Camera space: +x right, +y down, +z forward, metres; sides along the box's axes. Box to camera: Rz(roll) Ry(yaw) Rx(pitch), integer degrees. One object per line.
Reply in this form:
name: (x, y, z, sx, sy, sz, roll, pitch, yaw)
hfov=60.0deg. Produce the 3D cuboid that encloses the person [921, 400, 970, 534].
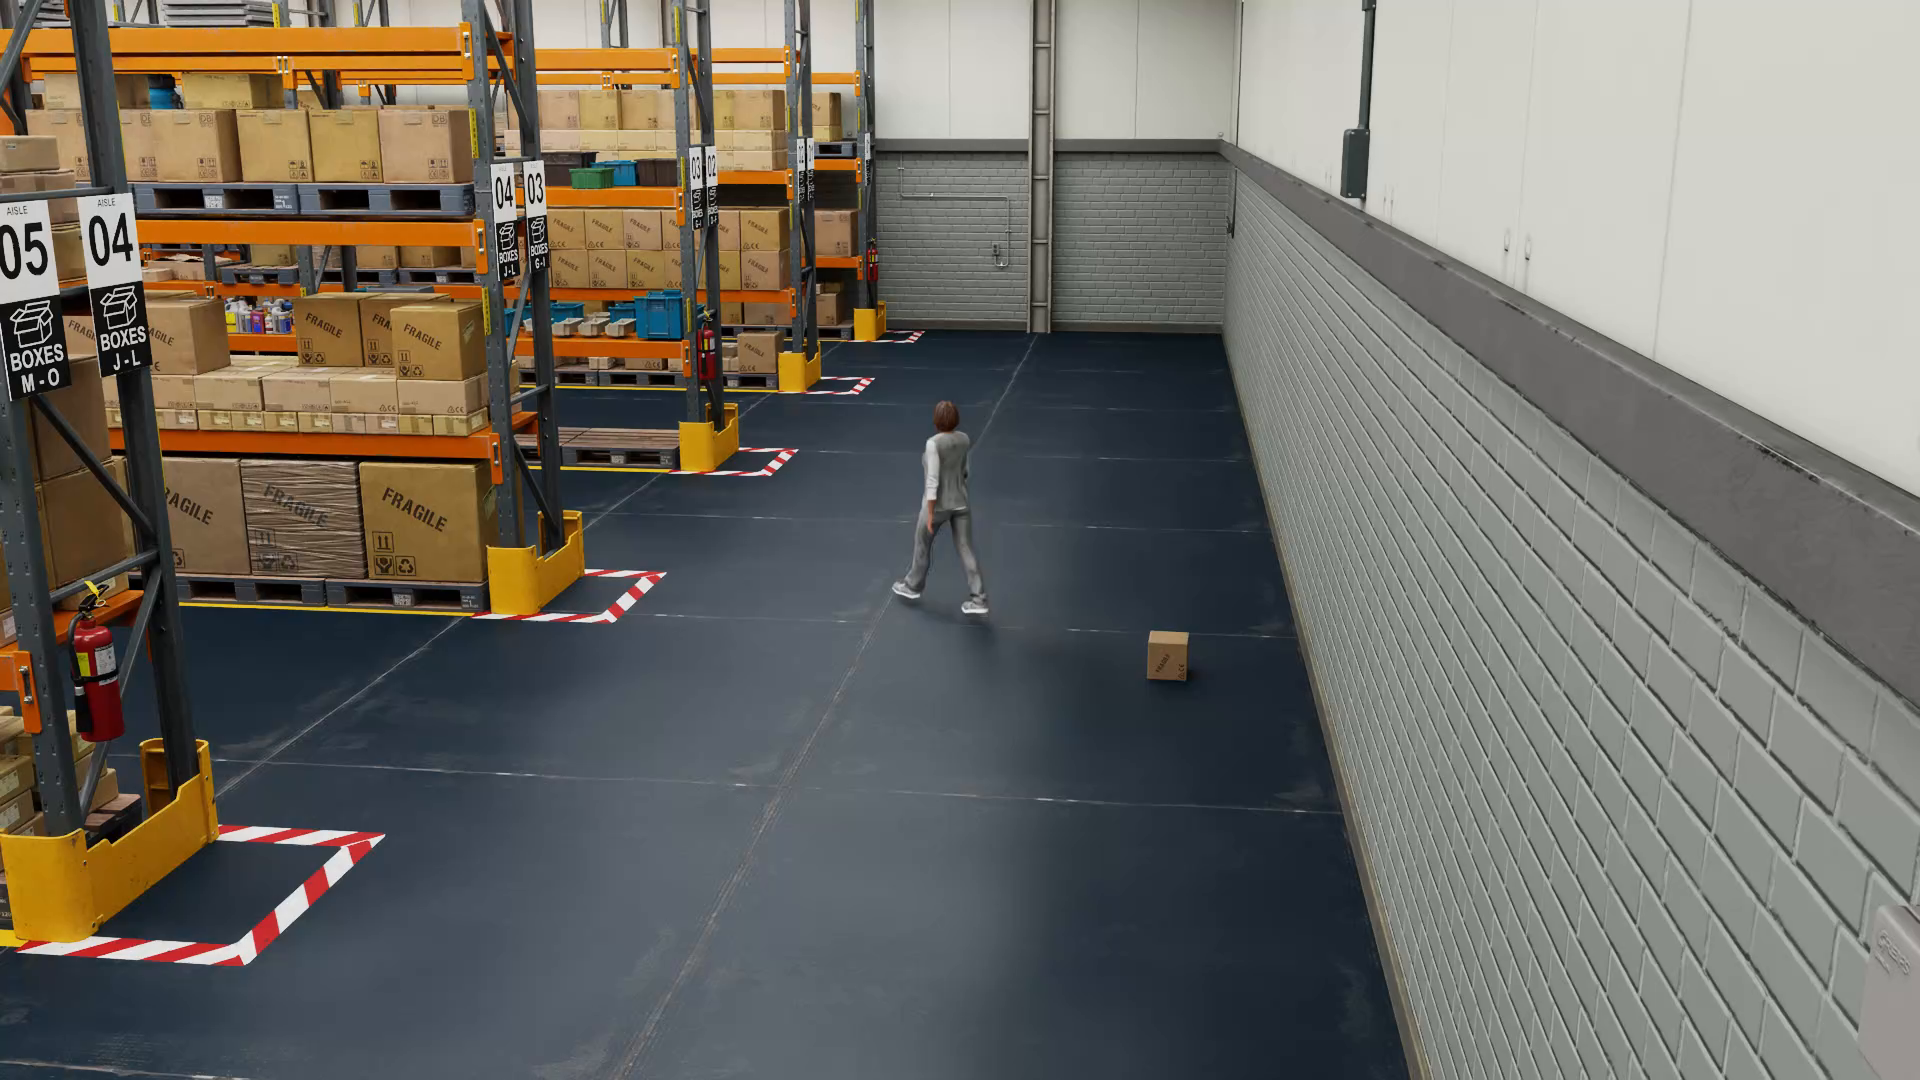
person: (-0.123, -0.555, 11.940, 0.446, 0.933, 0.419, -8, 17, -29)
